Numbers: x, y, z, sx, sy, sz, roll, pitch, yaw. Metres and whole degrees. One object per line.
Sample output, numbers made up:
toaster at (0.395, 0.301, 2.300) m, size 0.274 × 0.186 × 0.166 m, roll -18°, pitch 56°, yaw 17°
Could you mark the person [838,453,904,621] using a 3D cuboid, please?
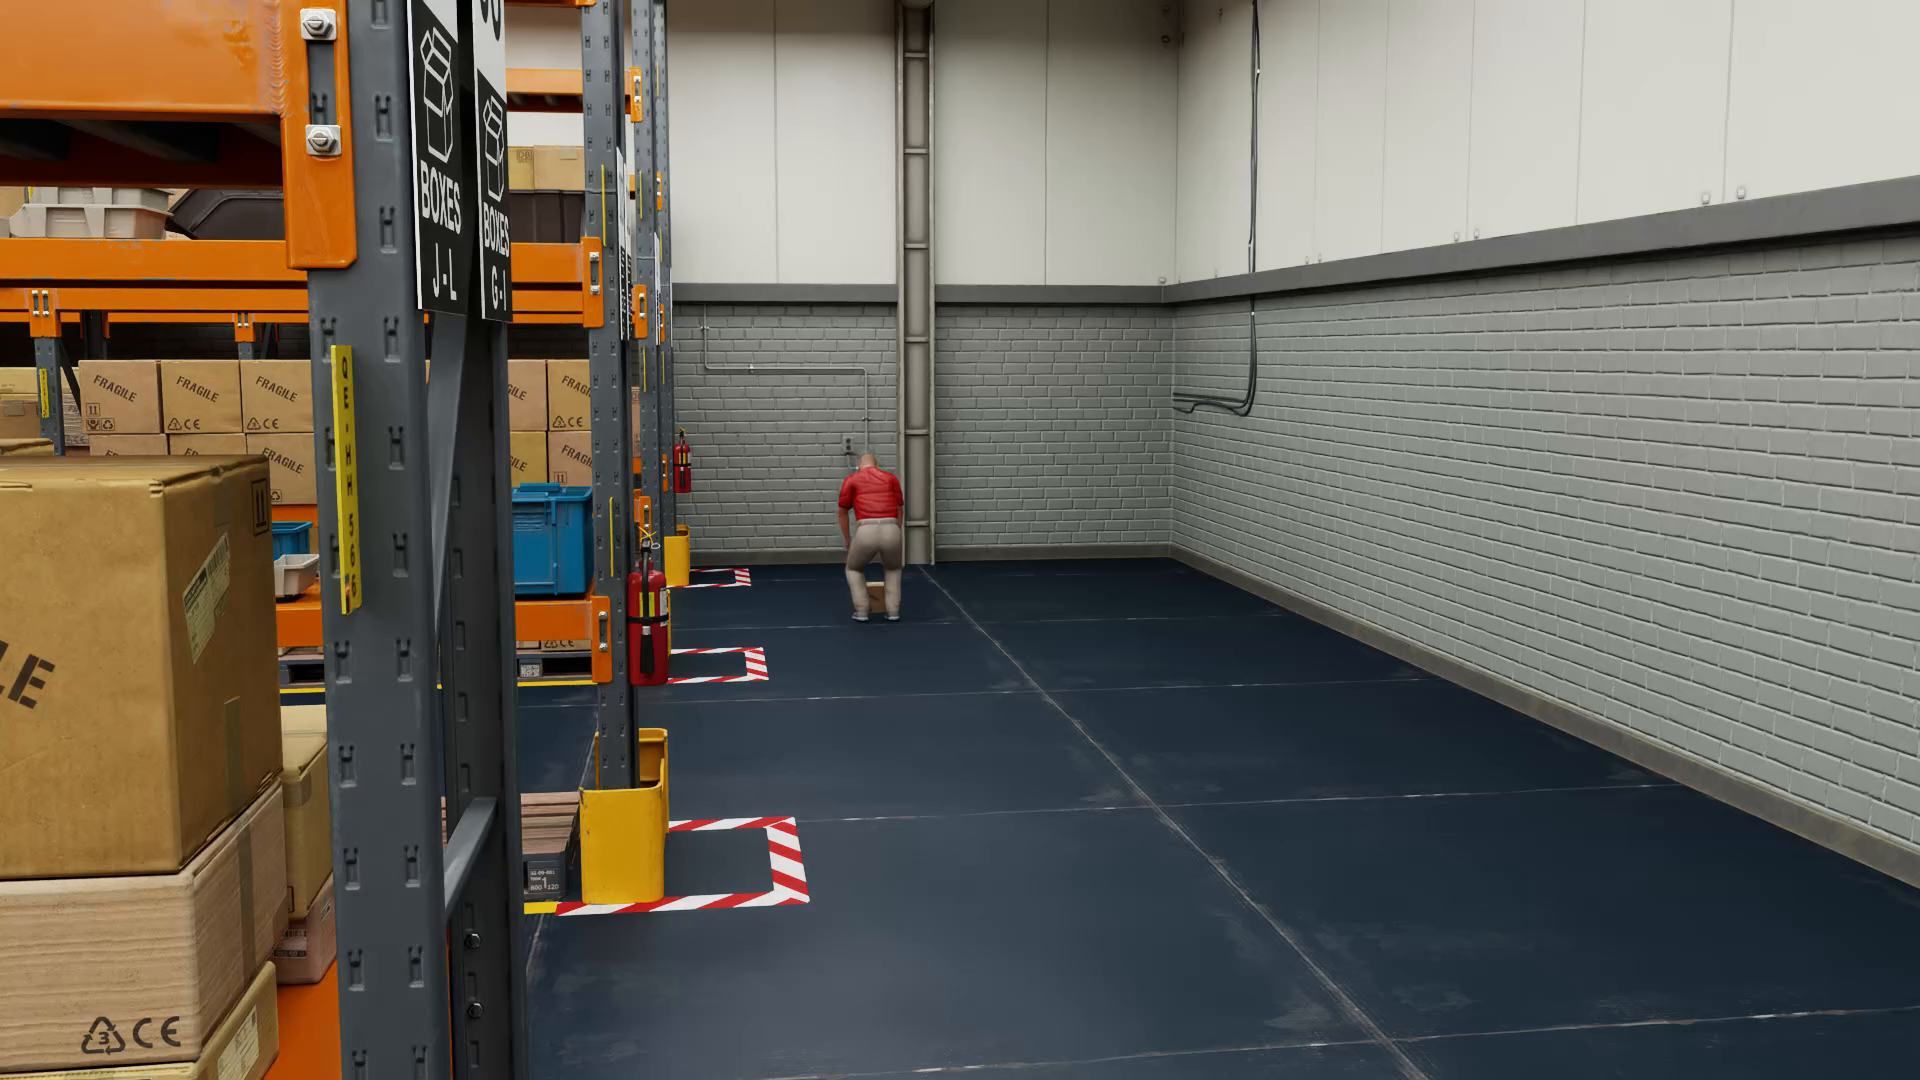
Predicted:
person at (-0.780, -0.022, 14.696) m, size 0.588 × 1.466 × 0.666 m, roll -1°, pitch 7°, yaw -8°
